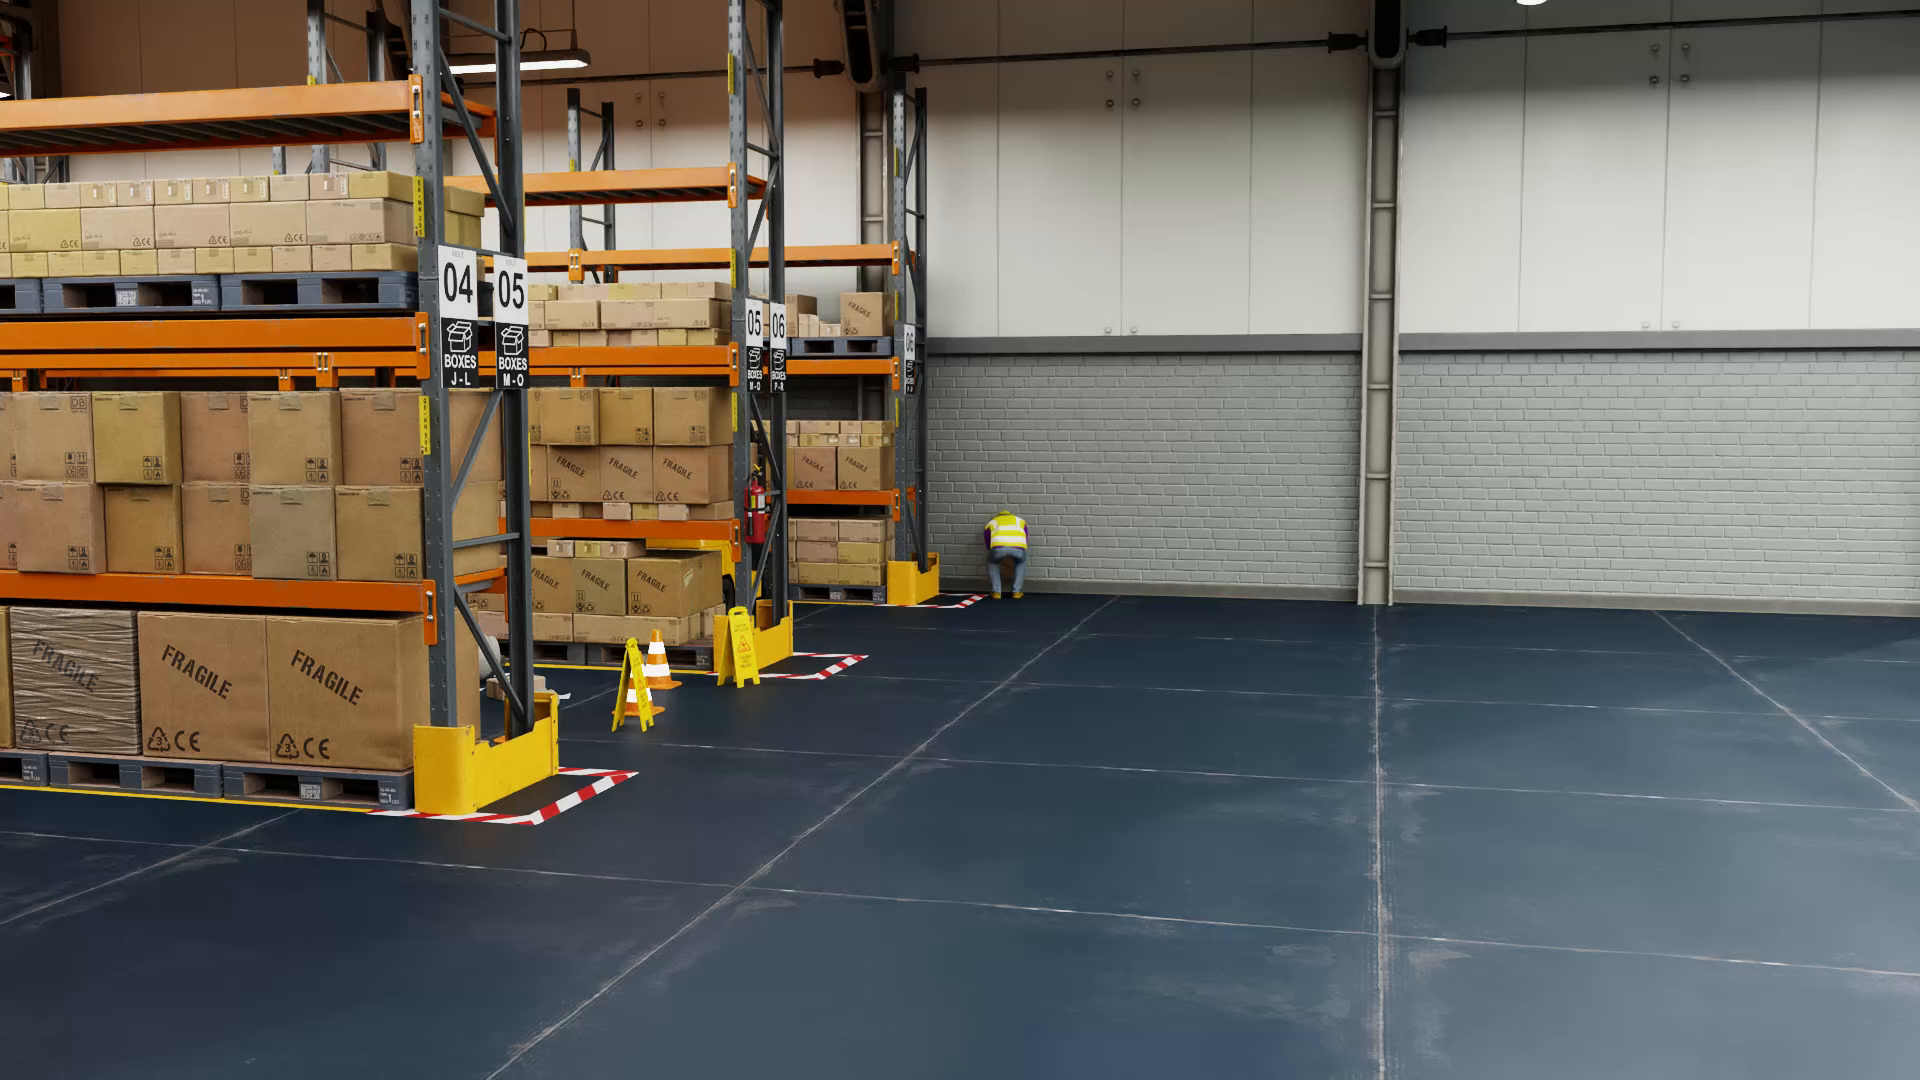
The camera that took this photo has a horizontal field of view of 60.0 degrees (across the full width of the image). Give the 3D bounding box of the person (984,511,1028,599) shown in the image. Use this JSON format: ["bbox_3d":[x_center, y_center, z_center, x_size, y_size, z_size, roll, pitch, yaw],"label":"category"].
[{"bbox_3d":[0.551,0.173,19.892,0.523,1.005,0.951,0,5,0],"label":"person"}]
